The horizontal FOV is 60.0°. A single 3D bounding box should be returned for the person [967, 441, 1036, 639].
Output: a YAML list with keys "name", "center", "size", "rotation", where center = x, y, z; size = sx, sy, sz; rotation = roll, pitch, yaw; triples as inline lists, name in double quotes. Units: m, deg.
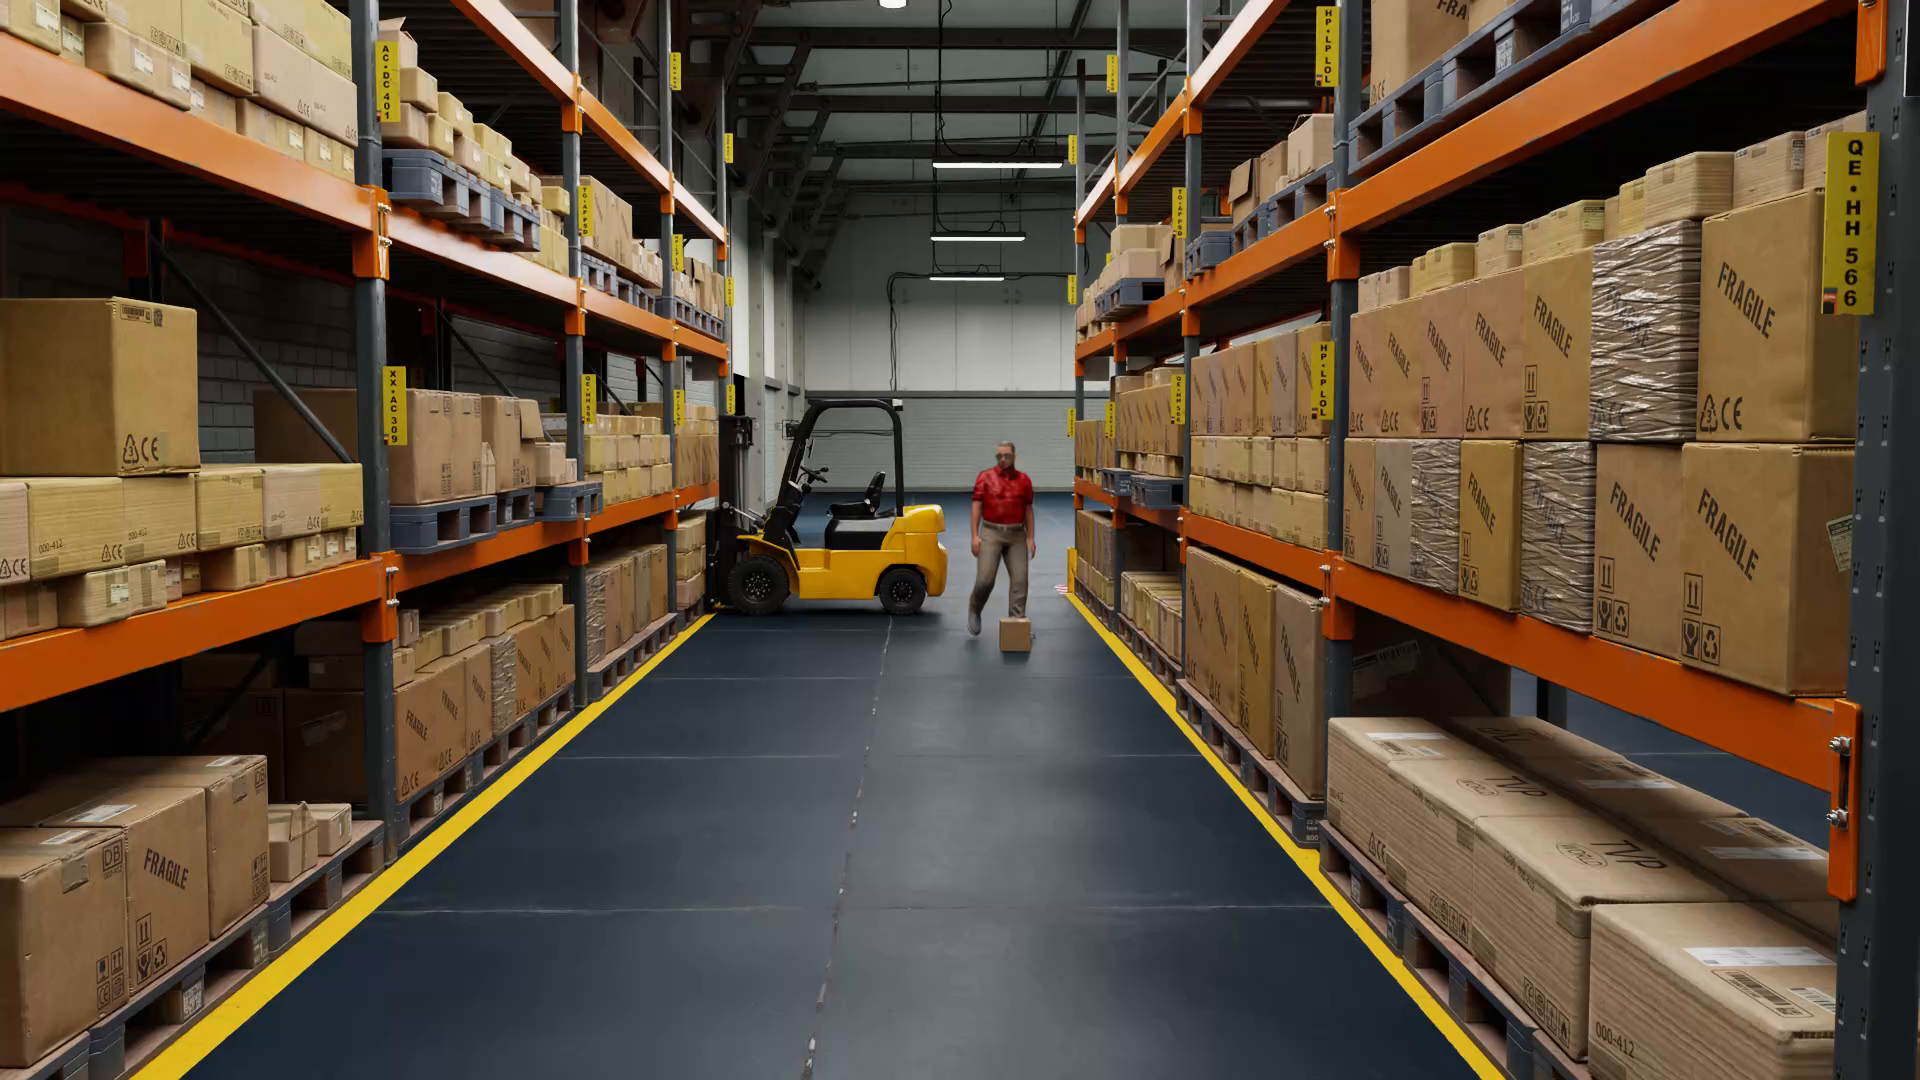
- name: "person"
  center: [0.378, -0.004, 14.603]
  size: [0.589, 1.721, 0.655]
  rotation: [-1, 4, -19]
